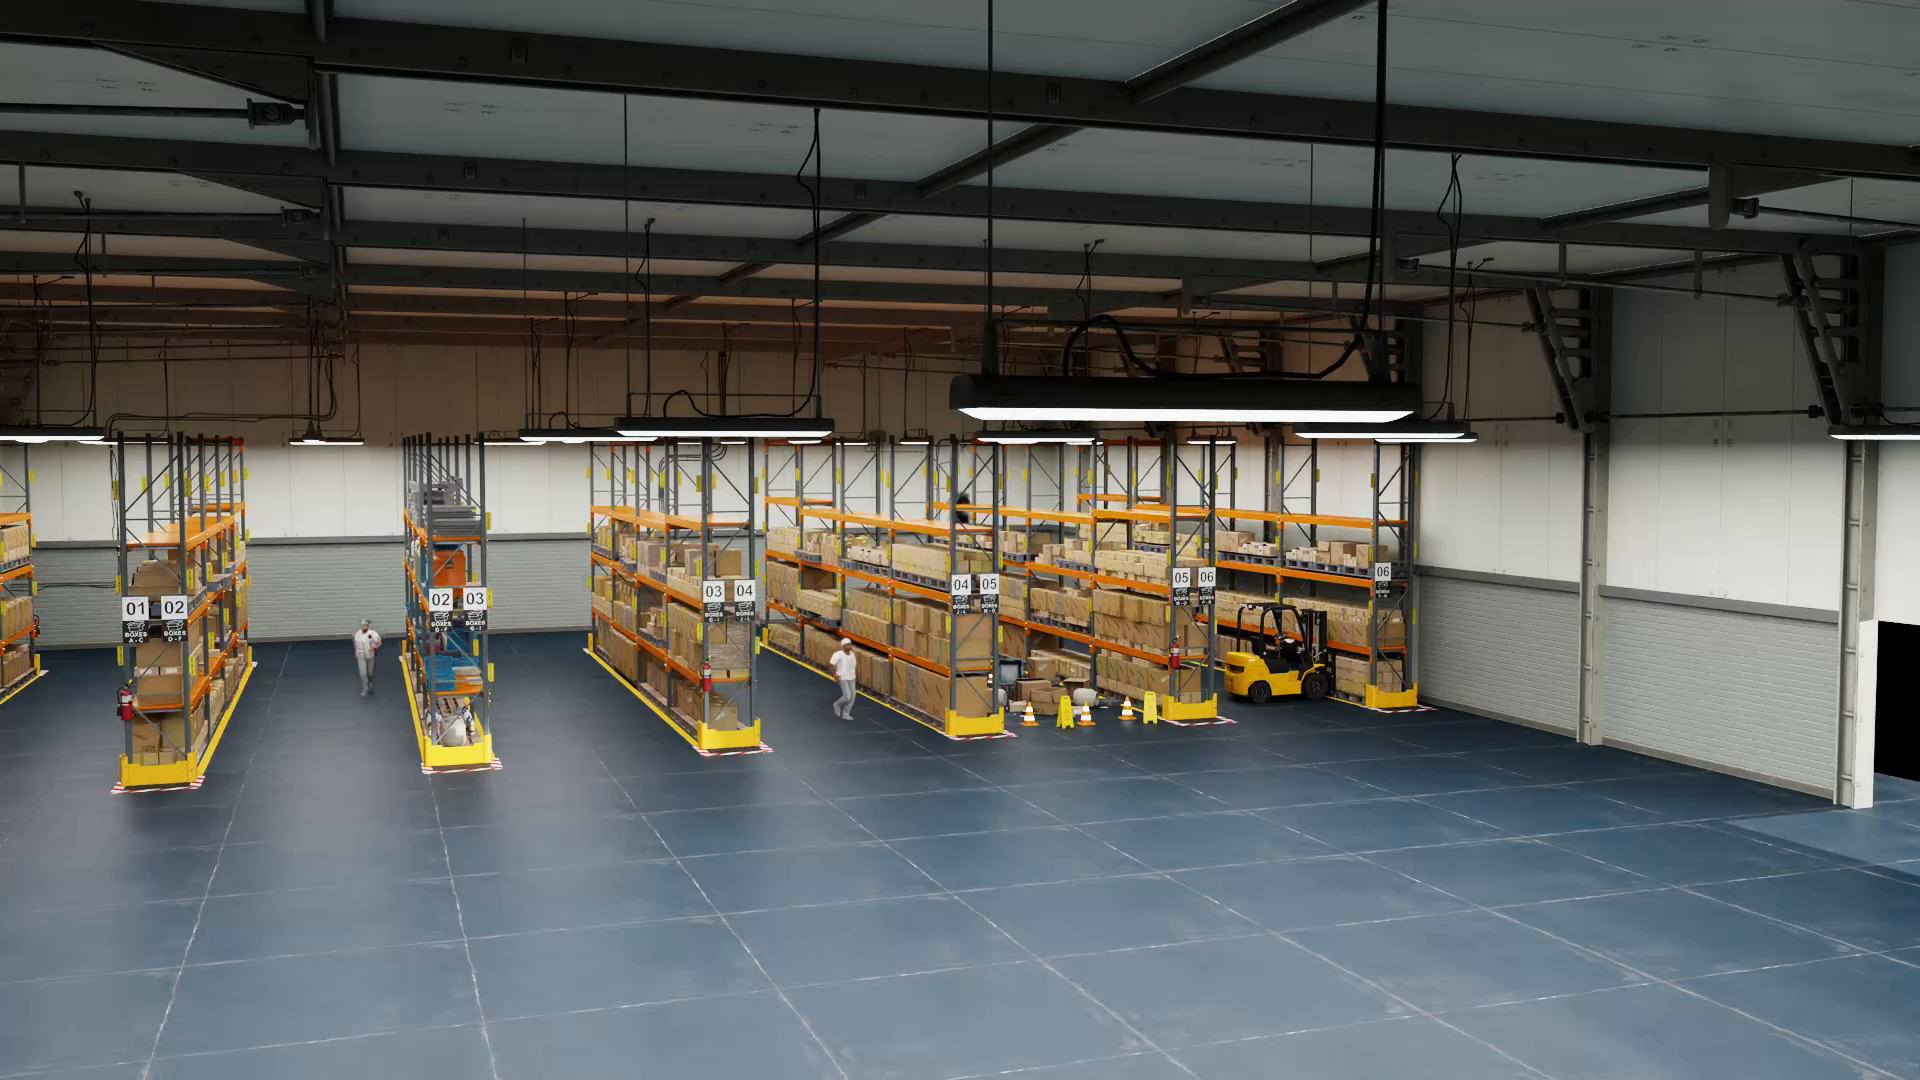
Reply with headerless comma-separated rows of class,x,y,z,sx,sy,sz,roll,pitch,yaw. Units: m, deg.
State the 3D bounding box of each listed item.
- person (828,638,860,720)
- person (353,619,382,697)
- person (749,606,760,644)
person,-2.414,2.923,34.978,0.708,1.727,0.546,-3,4,-42
person,-13.760,2.711,38.588,0.654,1.789,0.829,-1,3,-9
person,-5.596,2.367,44.543,0.636,1.772,0.626,-1,3,-22
